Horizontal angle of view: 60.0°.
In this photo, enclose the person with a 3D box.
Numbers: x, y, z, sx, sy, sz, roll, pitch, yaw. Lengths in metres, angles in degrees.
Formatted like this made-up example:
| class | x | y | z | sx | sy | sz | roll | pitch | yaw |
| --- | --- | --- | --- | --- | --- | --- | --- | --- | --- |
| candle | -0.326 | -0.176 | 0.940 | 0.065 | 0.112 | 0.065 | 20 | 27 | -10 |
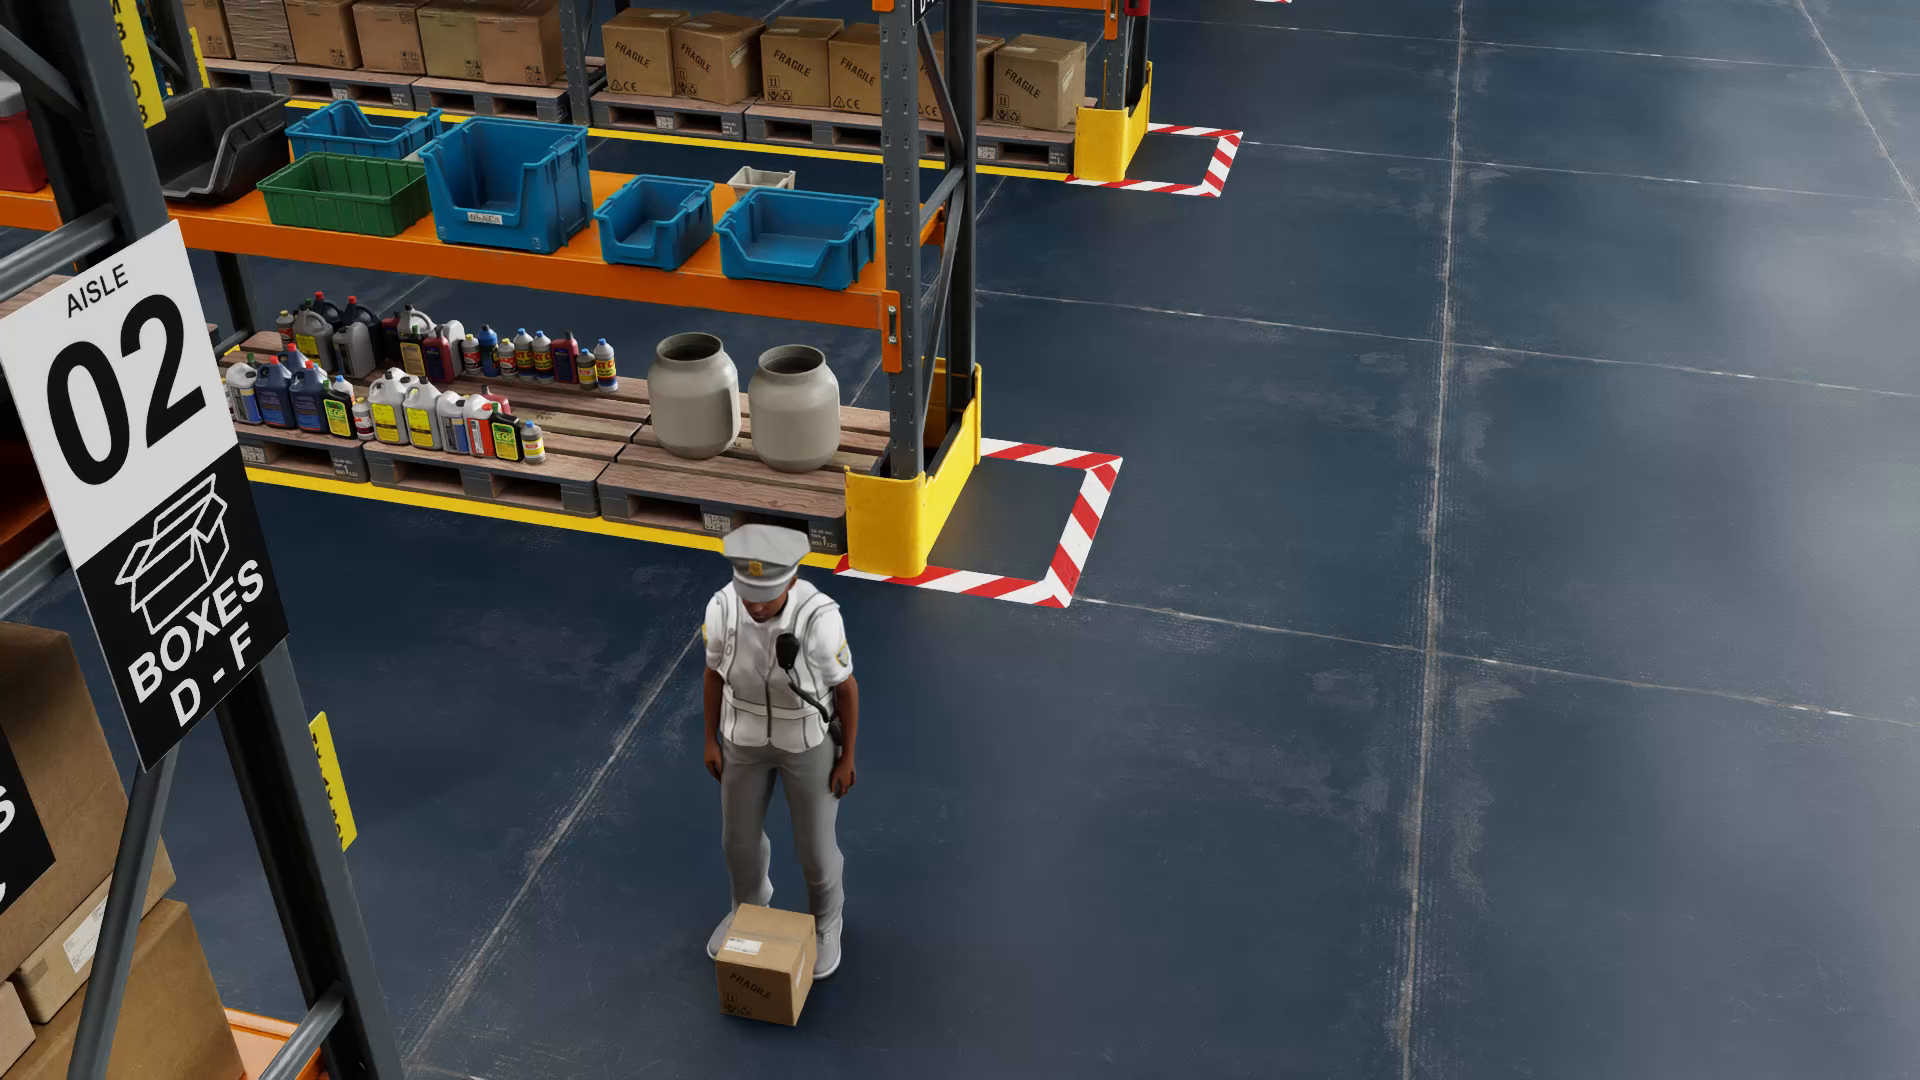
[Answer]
| class | x | y | z | sx | sy | sz | roll | pitch | yaw |
| --- | --- | --- | --- | --- | --- | --- | --- | --- | --- |
| person | -0.568 | 0.645 | 5.150 | 0.515 | 1.655 | 0.397 | 7 | 34 | 10 |
